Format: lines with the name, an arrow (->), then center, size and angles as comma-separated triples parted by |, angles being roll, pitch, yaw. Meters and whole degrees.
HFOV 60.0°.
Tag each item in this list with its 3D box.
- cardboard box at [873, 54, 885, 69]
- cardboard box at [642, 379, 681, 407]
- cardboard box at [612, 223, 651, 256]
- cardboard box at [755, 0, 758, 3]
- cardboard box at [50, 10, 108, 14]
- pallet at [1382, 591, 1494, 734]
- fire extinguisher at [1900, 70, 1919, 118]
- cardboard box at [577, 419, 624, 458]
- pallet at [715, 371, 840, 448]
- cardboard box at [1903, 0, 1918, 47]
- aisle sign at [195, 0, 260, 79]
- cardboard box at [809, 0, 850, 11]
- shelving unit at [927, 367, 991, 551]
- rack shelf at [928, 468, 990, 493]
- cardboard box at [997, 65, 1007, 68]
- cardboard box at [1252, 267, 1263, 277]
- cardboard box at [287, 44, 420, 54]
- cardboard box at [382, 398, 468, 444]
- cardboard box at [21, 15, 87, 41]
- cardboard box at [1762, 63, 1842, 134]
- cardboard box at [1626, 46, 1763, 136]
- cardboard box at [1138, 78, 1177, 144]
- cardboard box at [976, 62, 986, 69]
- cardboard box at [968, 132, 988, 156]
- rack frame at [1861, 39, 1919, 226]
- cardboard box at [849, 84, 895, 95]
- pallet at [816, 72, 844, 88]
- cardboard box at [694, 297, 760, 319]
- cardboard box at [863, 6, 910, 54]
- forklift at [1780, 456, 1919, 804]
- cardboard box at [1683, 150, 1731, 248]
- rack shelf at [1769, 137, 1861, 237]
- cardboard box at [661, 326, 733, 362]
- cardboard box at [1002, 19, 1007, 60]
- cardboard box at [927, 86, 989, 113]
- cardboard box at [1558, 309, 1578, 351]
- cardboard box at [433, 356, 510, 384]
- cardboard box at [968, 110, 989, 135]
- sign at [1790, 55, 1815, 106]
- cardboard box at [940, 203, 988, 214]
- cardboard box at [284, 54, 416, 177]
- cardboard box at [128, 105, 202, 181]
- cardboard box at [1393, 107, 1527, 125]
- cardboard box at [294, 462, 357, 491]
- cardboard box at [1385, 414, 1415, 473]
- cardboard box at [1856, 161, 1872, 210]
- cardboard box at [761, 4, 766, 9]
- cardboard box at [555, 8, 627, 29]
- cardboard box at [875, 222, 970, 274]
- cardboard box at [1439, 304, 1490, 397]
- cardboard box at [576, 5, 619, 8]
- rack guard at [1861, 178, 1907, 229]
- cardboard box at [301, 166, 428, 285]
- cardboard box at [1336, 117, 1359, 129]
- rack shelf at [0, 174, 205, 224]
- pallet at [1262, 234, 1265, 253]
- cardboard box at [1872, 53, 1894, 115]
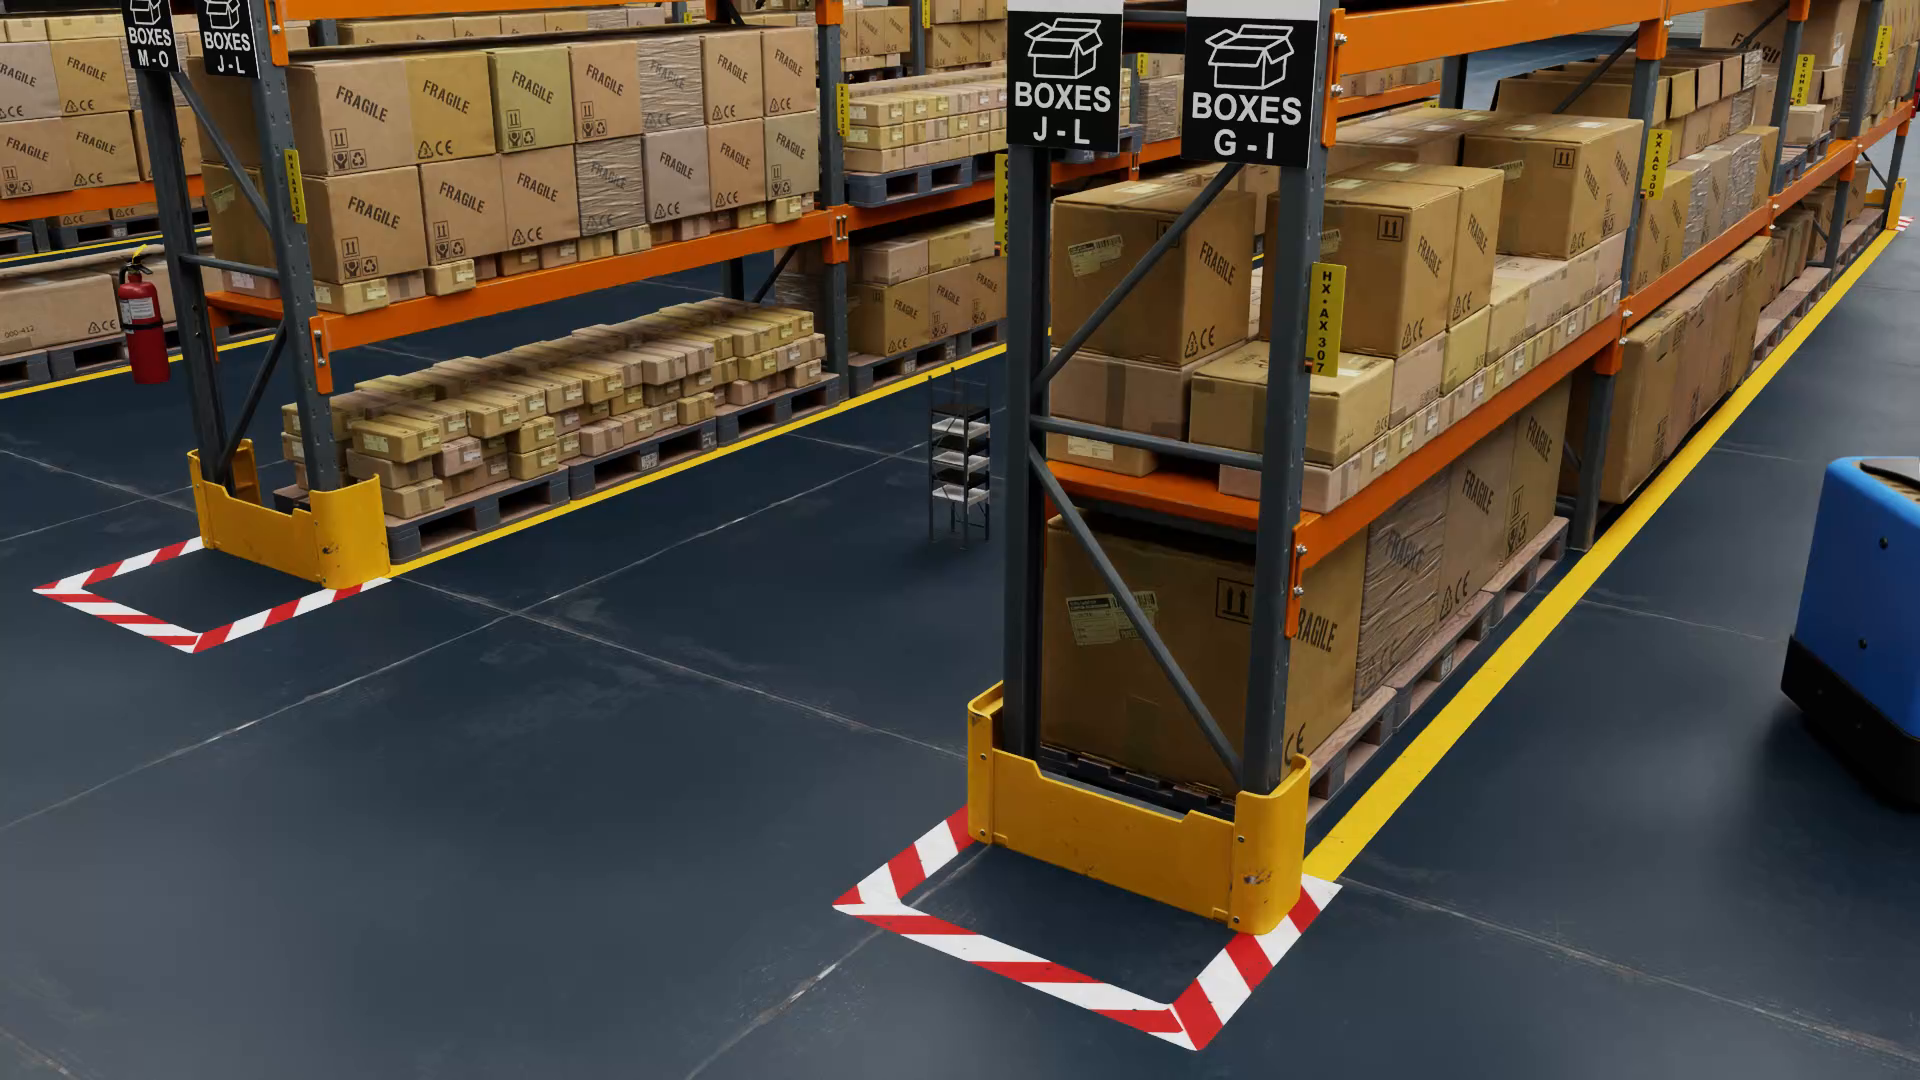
cardboard box -> -1.079, -5.480, 19.013 | 0.380, 0.149, 0.250 | 12, 24, 30
cardboard box -> -1.910, -0.927, 10.022 | 0.380, 0.149, 0.250 | 12, 23, 29
cardboard box -> -1.988, -1.735, 9.493 | 0.380, 0.149, 0.250 | 14, 24, 33
cardboard box -> -3.180, -7.922, 24.350 | 0.380, 0.149, 0.250 | 13, 24, 32
cardboard box -> -6.421, -3.783, 12.148 | 0.380, 0.149, 0.250 | 13, 24, 32
pallet -> 1.666, 0.416, 7.337 | 1.003, 0.211, 1.213 | 13, 24, 32
fire extinguisher -> 10.035, -4.796, 17.519 | 0.296, 0.674, 0.183 | 13, 24, 32
cardboard box -> -2.167, -0.605, 9.580 | 0.380, 0.149, 0.250 | 12, 23, 29
pallet -> -1.550, -0.935, 10.989 | 1.003, 0.211, 1.213 | 13, 24, 32
cardboard box -> 8.925, -5.051, 16.083 | 0.500, 0.500, 0.500 | 13, 24, 32
aisle sign -> -3.243, -2.435, 7.277 | 0.394, 0.787, 0.004 | 13, 24, 32
cardboard box -> -1.439, -5.902, 18.284 | 0.380, 0.149, 0.250 | 12, 24, 30
shelving unit -> -0.005, -0.420, 8.603 | 0.258, 0.900, 0.210 | 13, 24, 32
rack shelf -> -0.005, -0.304, 8.645 | 0.258, 0.077, 0.200 | 13, 24, 32
cardboard box -> 0.478, -3.776, 13.549 | 0.380, 0.149, 0.250 | 13, 24, 30
cardboard box -> 1.509, -1.001, 6.934 | 0.500, 0.250, 0.500 | 13, 24, 32
cardboard box -> -3.114, -2.276, 8.579 | 0.500, 0.500, 0.500 | 12, 24, 30
cardboard box -> -2.819, -0.621, 8.766 | 0.380, 0.149, 0.250 | 14, 24, 33
cardboard box -> -6.266, -3.536, 11.481 | 0.380, 0.149, 0.250 | 13, 24, 31
cardboard box -> 6.443, -3.472, 13.073 | 0.797, 0.503, 0.637 | 16, 26, 37
cardboard box -> 4.668, -2.905, 10.705 | 0.797, 0.503, 0.637 | 14, 25, 34
cardboard box -> 1.522, -3.714, 14.337 | 0.500, 0.500, 0.500 | 14, 24, 32
cardboard box -> 0.102, -5.896, 20.743 | 0.380, 0.149, 0.250 | 13, 24, 32
cardboard box -> -0.020, -2.842, 11.881 | 0.380, 0.149, 0.250 | 12, 23, 29
rack frame -> 9.589, -4.890, 17.660 | 1.000, 3.000, 0.127 | 13, 24, 32
cardboard box -> -0.693, -3.181, 11.939 | 0.380, 0.149, 0.250 | 13, 24, 32
pallet -> -2.025, -5.013, 18.270 | 1.003, 0.211, 1.213 | 13, 24, 32
cardboard box -> -1.567, -1.523, 11.206 | 0.380, 0.149, 0.250 | 14, 25, 34
cardboard box -> -0.925, -5.881, 19.161 | 0.500, 0.500, 0.500 | 13, 24, 31
forklift -> 4.910, -0.535, 5.987 | 3.031, 2.935, 1.130 | 0, 20, 0
cardboard box -> 4.159, -2.014, 9.741 | 0.500, 0.500, 0.500 | 14, 24, 33
rack shelf -> 6.216, -2.831, 13.131 | 1.077, 0.370, 4.000 | 13, 24, 32
cardboard box -> -1.642, -1.216, 10.374 | 0.380, 0.149, 0.250 | 14, 25, 34
cardboard box -> 0.446, -6.372, 21.094 | 0.500, 0.500, 0.500 | 14, 24, 32
cardboard box -> -0.016, -3.123, 11.784 | 0.380, 0.149, 0.250 | 13, 24, 31
cardboard box -> 2.509, -0.956, 7.388 | 0.380, 0.149, 0.250 | 14, 24, 33
cardboard box -> -2.830, -0.945, 9.643 | 0.380, 0.149, 0.250 | 14, 25, 34
cardboard box -> -0.016, -2.986, 11.842 | 0.380, 0.149, 0.250 | 14, 25, 34
sign -> 5.553, -3.030, 10.964 | 0.100, 0.325, 0.005 | 13, 24, 32
cardboard box -> -0.115, -2.531, 13.201 | 0.500, 0.250, 0.500 | 13, 24, 32
cardboard box -> -2.978, -2.028, 7.908 | 0.500, 0.500, 0.500 | 13, 24, 31
cardboard box -> -5.957, -2.947, 12.265 | 0.500, 0.500, 0.500 | 13, 24, 31
cardboard box -> 2.363, -1.780, 7.959 | 0.500, 0.500, 0.500 | 13, 24, 32
cardboard box -> -3.327, -0.347, 8.883 | 0.380, 0.149, 0.250 | 14, 24, 33
cardboard box -> 1.354, -0.366, 5.793 | 0.380, 0.149, 0.250 | 13, 24, 31
cardboard box -> 9.224, -3.738, 17.545 | 0.500, 0.500, 0.500 | 19, 28, 42
cardboard box -> -2.993, -7.845, 24.569 | 0.380, 0.149, 0.250 | 14, 24, 33
cardboard box -> -3.460, -4.695, 15.547 | 0.500, 0.500, 0.500 | 14, 24, 33
cardboard box -> -0.271, -2.133, 12.124 | 0.500, 0.250, 0.500 | 14, 25, 33
cardboard box -> 1.660, -0.747, 6.248 | 0.500, 0.250, 0.500 | 12, 24, 30
cardboard box -> -3.583, -4.949, 16.235 | 0.500, 0.500, 0.500 | 12, 24, 30
rack guard -> 9.547, -3.695, 18.035 | 1.175, 0.500, 0.348 | 13, 24, 32
cardboard box -> -2.969, -1.556, 8.076 | 0.500, 0.500, 0.500 | 15, 25, 34
cardboard box -> 3.707, -4.105, 17.997 | 0.875, 0.875, 0.875 | 14, 24, 33
rack shelf -> -6.477, -2.468, 12.150 | 1.077, 0.370, 4.000 | 13, 24, 32
pallet -> 2.924, -3.194, 17.096 | 1.003, 0.211, 1.213 | 13, 24, 32
cardboard box -> 7.955, -4.182, 15.174 | 0.875, 0.500, 0.500 | 13, 24, 32
